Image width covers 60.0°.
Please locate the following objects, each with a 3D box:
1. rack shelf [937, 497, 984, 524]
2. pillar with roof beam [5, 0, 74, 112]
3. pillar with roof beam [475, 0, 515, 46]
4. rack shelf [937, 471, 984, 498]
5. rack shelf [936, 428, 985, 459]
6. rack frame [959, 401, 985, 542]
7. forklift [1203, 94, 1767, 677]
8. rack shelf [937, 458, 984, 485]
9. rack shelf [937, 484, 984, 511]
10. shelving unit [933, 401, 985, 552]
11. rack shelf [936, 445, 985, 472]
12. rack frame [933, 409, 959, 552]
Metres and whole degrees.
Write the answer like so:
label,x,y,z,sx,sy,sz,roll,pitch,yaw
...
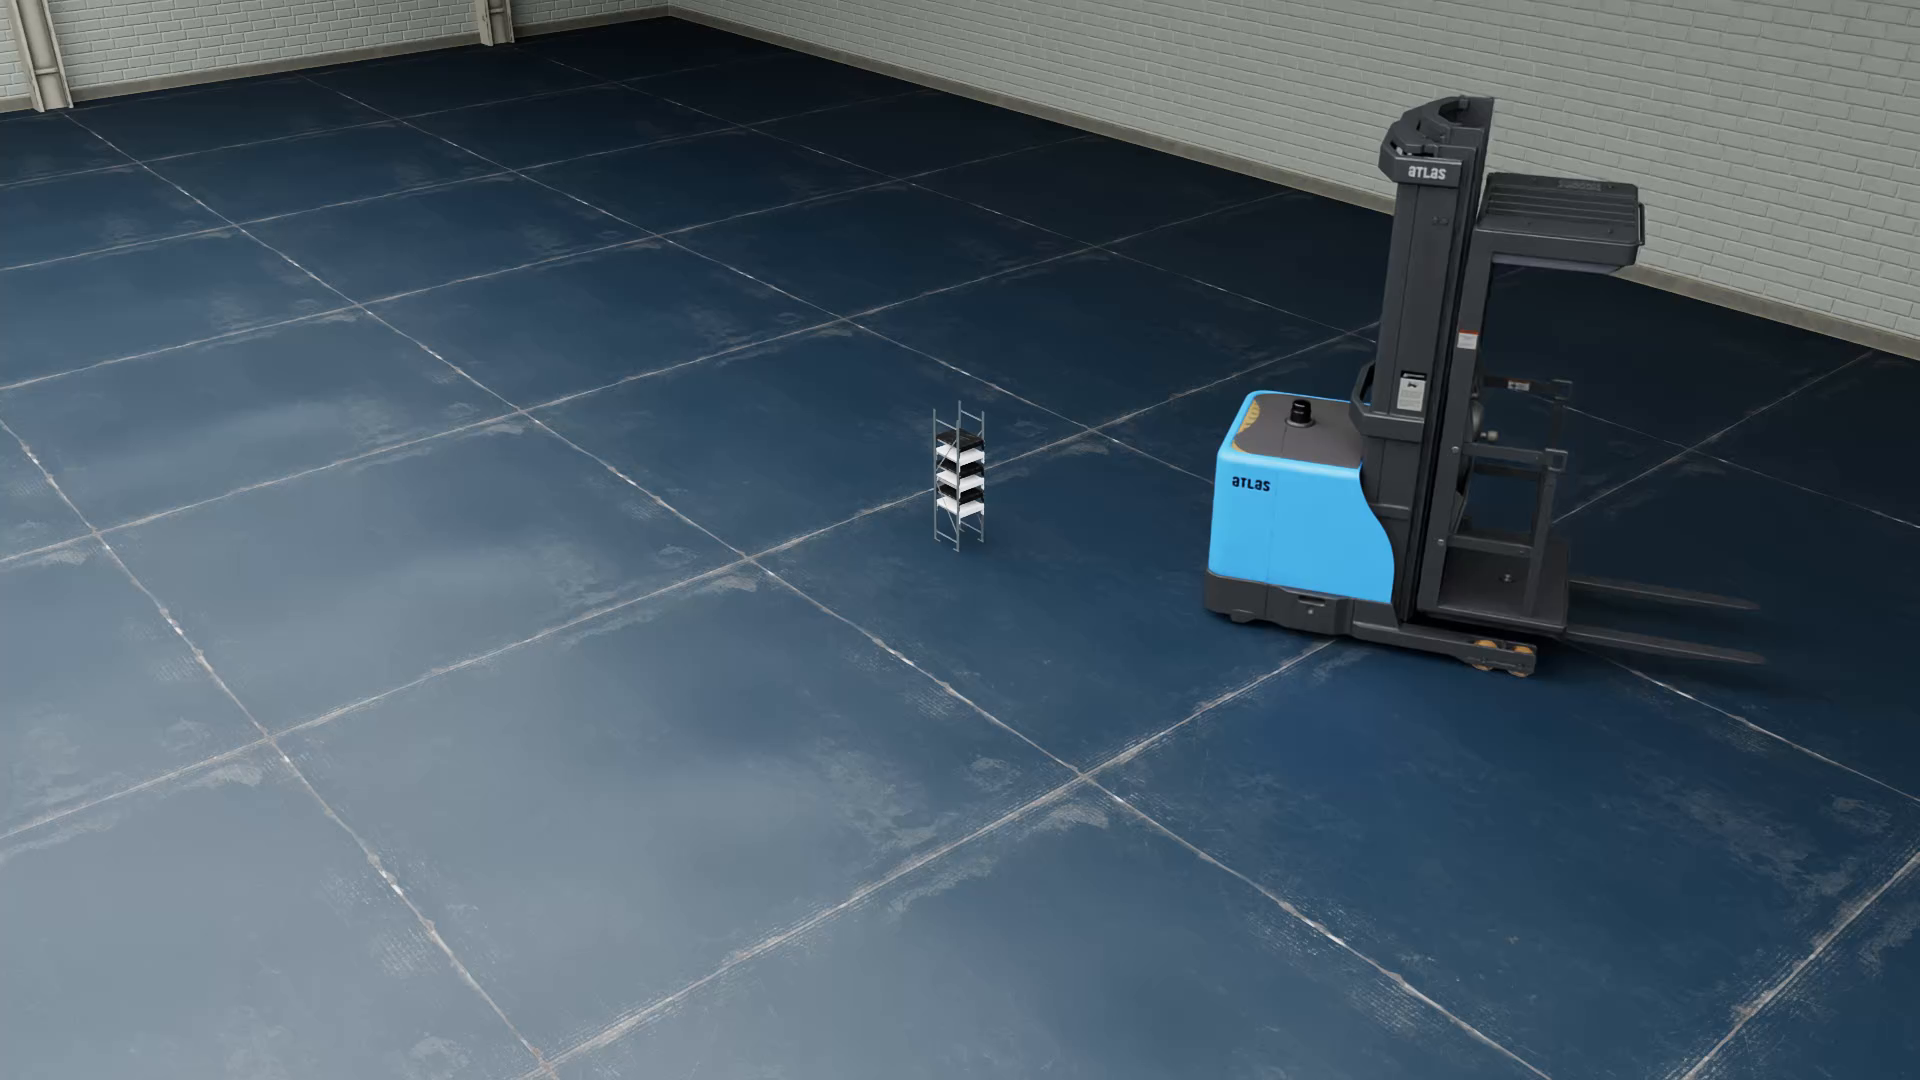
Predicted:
label,x,y,z,sx,sy,sz,roll,pitch,yaw
rack shelf,-0.006,-0.206,10.492,0.200,0.077,0.258,-22,35,-35
pillar with roof beam,-8.473,-7.803,15.661,0.400,9.000,9.100,-22,35,-35
pillar with roof beam,-3.909,-9.638,19.096,0.400,9.000,9.100,-22,35,-35
rack shelf,-0.006,-0.365,10.407,0.200,0.077,0.258,-22,35,-35
rack shelf,-0.006,-0.603,10.280,0.200,0.077,0.258,-22,35,-35
rack frame,0.071,-0.426,10.450,0.006,0.900,0.240,-22,35,-35
forklift,3.001,-0.820,9.033,3.031,2.935,1.130,9,30,17
rack shelf,-0.006,-0.444,10.365,0.200,0.077,0.258,-22,35,-35
rack shelf,-0.006,-0.286,10.450,0.200,0.077,0.258,-22,35,-35
shelving unit,-0.006,-0.394,10.392,0.210,0.900,0.258,-22,35,-35
rack shelf,-0.006,-0.524,10.322,0.200,0.077,0.258,-22,35,-35
rack frame,-0.084,-0.363,10.333,0.006,0.900,0.240,-22,35,-35
